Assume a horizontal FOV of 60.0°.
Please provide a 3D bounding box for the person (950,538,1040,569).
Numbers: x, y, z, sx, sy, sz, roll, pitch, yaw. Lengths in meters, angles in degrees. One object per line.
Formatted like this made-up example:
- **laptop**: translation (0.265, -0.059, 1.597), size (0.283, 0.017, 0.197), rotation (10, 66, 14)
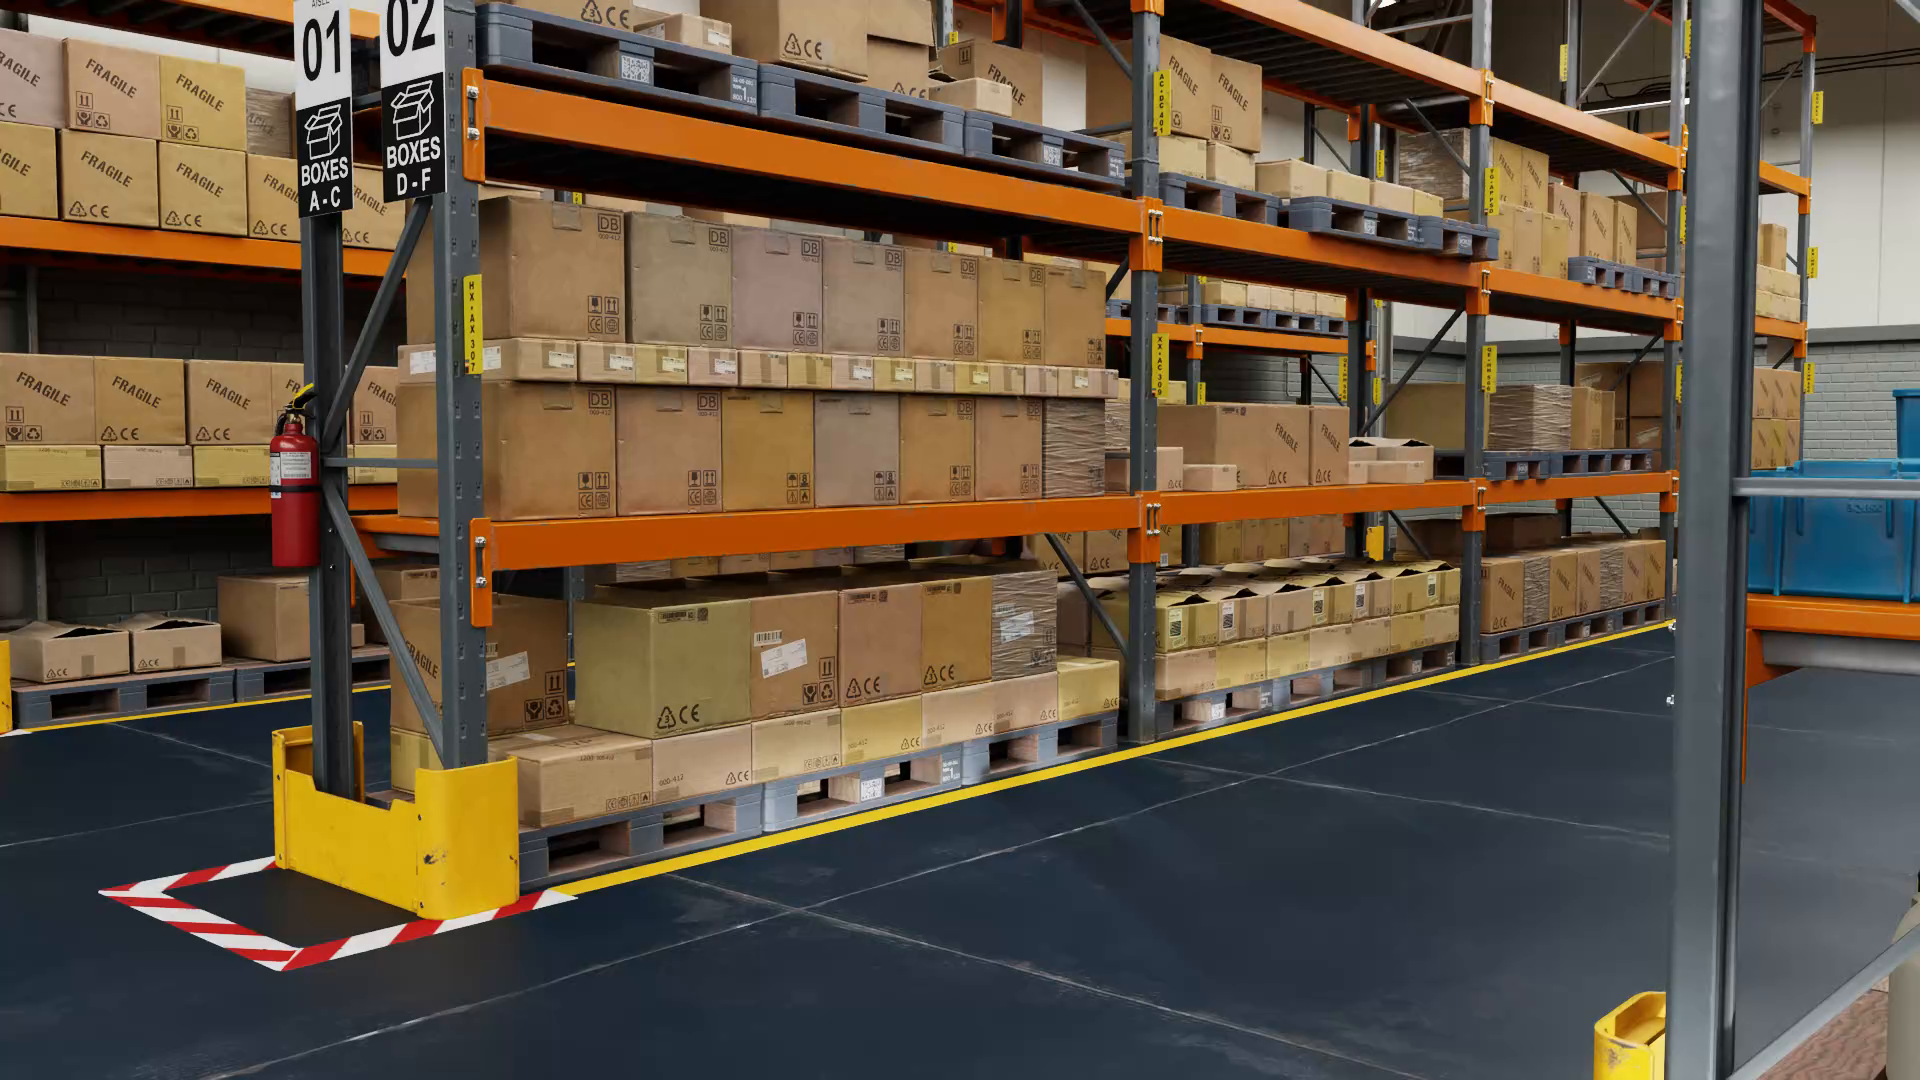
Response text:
- **person**: translation (0.222, 0.286, 13.329), size (0.909, 1.014, 0.612), rotation (3, 5, 41)
